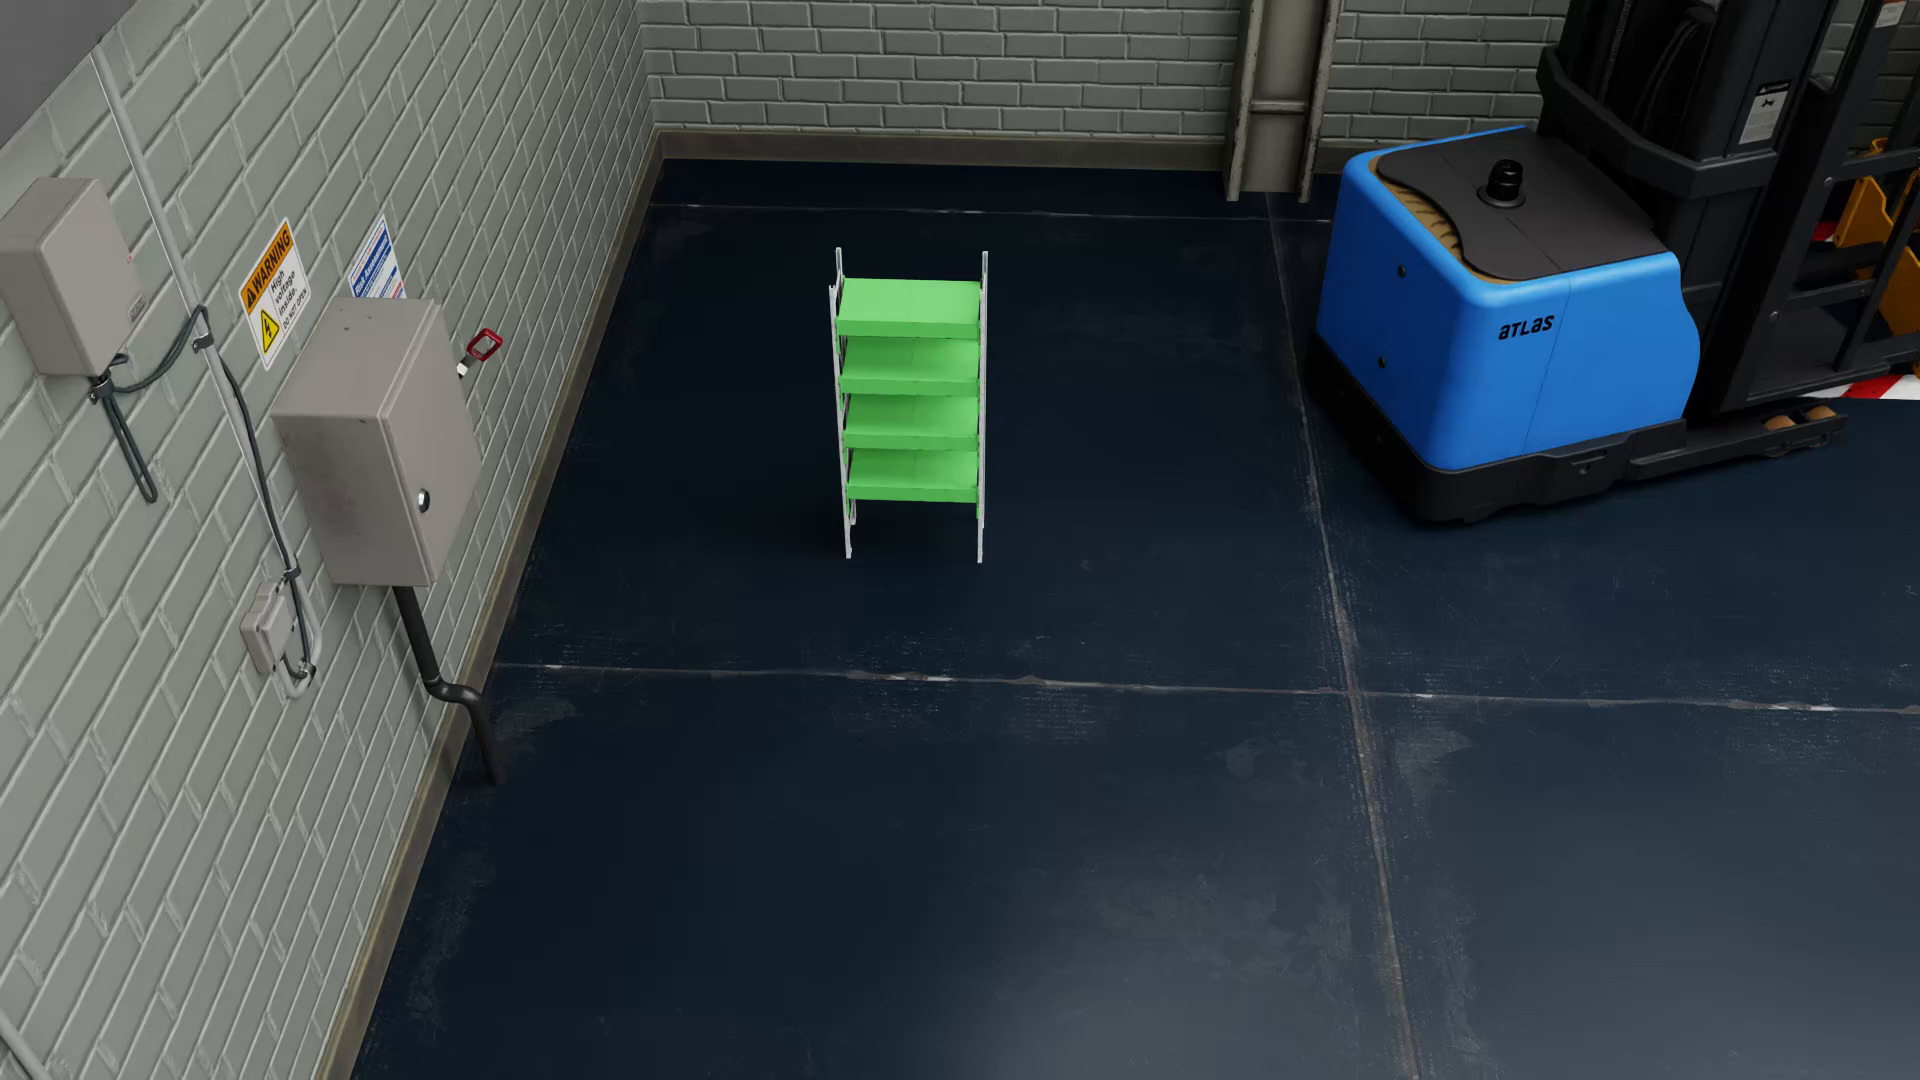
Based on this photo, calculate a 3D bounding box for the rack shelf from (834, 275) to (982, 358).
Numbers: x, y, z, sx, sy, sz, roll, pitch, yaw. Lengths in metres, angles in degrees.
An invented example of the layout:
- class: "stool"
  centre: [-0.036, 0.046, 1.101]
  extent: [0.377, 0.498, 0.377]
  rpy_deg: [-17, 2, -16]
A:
- class: "rack shelf"
  centre: [-0.165, -0.749, 5.563]
  extent: [0.480, 0.148, 0.258]
  rpy_deg: [2, 43, 2]

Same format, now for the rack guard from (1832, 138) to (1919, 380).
- class: "rack guard"
  centre: [4.215, -1.217, 7.190]
  extent: [0.348, 0.500, 1.175]
  rpy_deg: [2, 43, 2]

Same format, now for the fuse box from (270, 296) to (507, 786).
- class: "fuse box"
  centre: [-1.475, 0.134, 4.850]
  extent: [0.414, 1.711, 0.539]
  rpy_deg: [2, 43, 2]

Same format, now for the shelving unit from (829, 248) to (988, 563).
- class: "shelving unit"
  centre: [-0.165, -0.444, 5.846]
  extent: [0.503, 1.200, 0.258]
  rpy_deg: [2, 43, 2]

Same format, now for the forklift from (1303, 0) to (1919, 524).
- class: "forklift"
  centre: [2.995, -1.731, 5.958]
  extent: [3.031, 2.935, 1.130]
  rpy_deg: [-13, 44, -13]

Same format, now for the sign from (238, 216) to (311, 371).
- class: "sign"
  centre: [-1.684, -0.608, 4.096]
  extent: [0.001, 0.242, 0.339]
  rpy_deg: [2, 43, 2]

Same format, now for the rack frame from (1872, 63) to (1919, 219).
- class: "rack frame"
  centre: [4.139, -2.134, 6.340]
  extent: [0.127, 3.000, 1.000]
  rpy_deg: [2, 43, 2]

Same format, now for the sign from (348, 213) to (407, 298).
- class: "sign"
  centre: [-1.659, -0.645, 4.811]
  extent: [0.001, 0.494, 0.329]
  rpy_deg: [2, 43, 2]

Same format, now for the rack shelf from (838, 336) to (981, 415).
- class: "rack shelf"
  centre: [-0.165, -0.573, 5.726]
  extent: [0.480, 0.148, 0.258]
  rpy_deg: [2, 43, 2]

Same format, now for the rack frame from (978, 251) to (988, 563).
- class: "rack frame"
  centre: [0.078, -0.437, 5.838]
  extent: [0.015, 1.200, 0.240]
  rpy_deg: [2, 43, 2]

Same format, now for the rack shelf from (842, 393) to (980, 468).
- class: "rack shelf"
  centre: [-0.165, -0.397, 5.890]
  extent: [0.480, 0.148, 0.258]
  rpy_deg: [2, 43, 2]

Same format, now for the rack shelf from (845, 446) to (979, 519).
- class: "rack shelf"
  centre: [-0.165, -0.222, 6.054]
  extent: [0.480, 0.148, 0.258]
  rpy_deg: [2, 43, 2]

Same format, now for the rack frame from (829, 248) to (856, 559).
- class: "rack frame"
  centre: [-0.409, -0.452, 5.855]
  extent: [0.015, 1.200, 0.240]
  rpy_deg: [2, 43, 2]

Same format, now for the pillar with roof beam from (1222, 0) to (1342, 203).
- class: "pillar with roof beam"
  centre: [1.292, -2.094, 1.896]
  extent: [0.400, 9.000, 9.100]
  rpy_deg: [2, 43, 2]

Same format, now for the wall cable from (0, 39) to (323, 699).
- class: "wall cable"
  centre: [-1.663, -0.249, 3.571]
  extent: [0.122, 1.984, 0.588]
  rpy_deg: [2, 43, 2]
